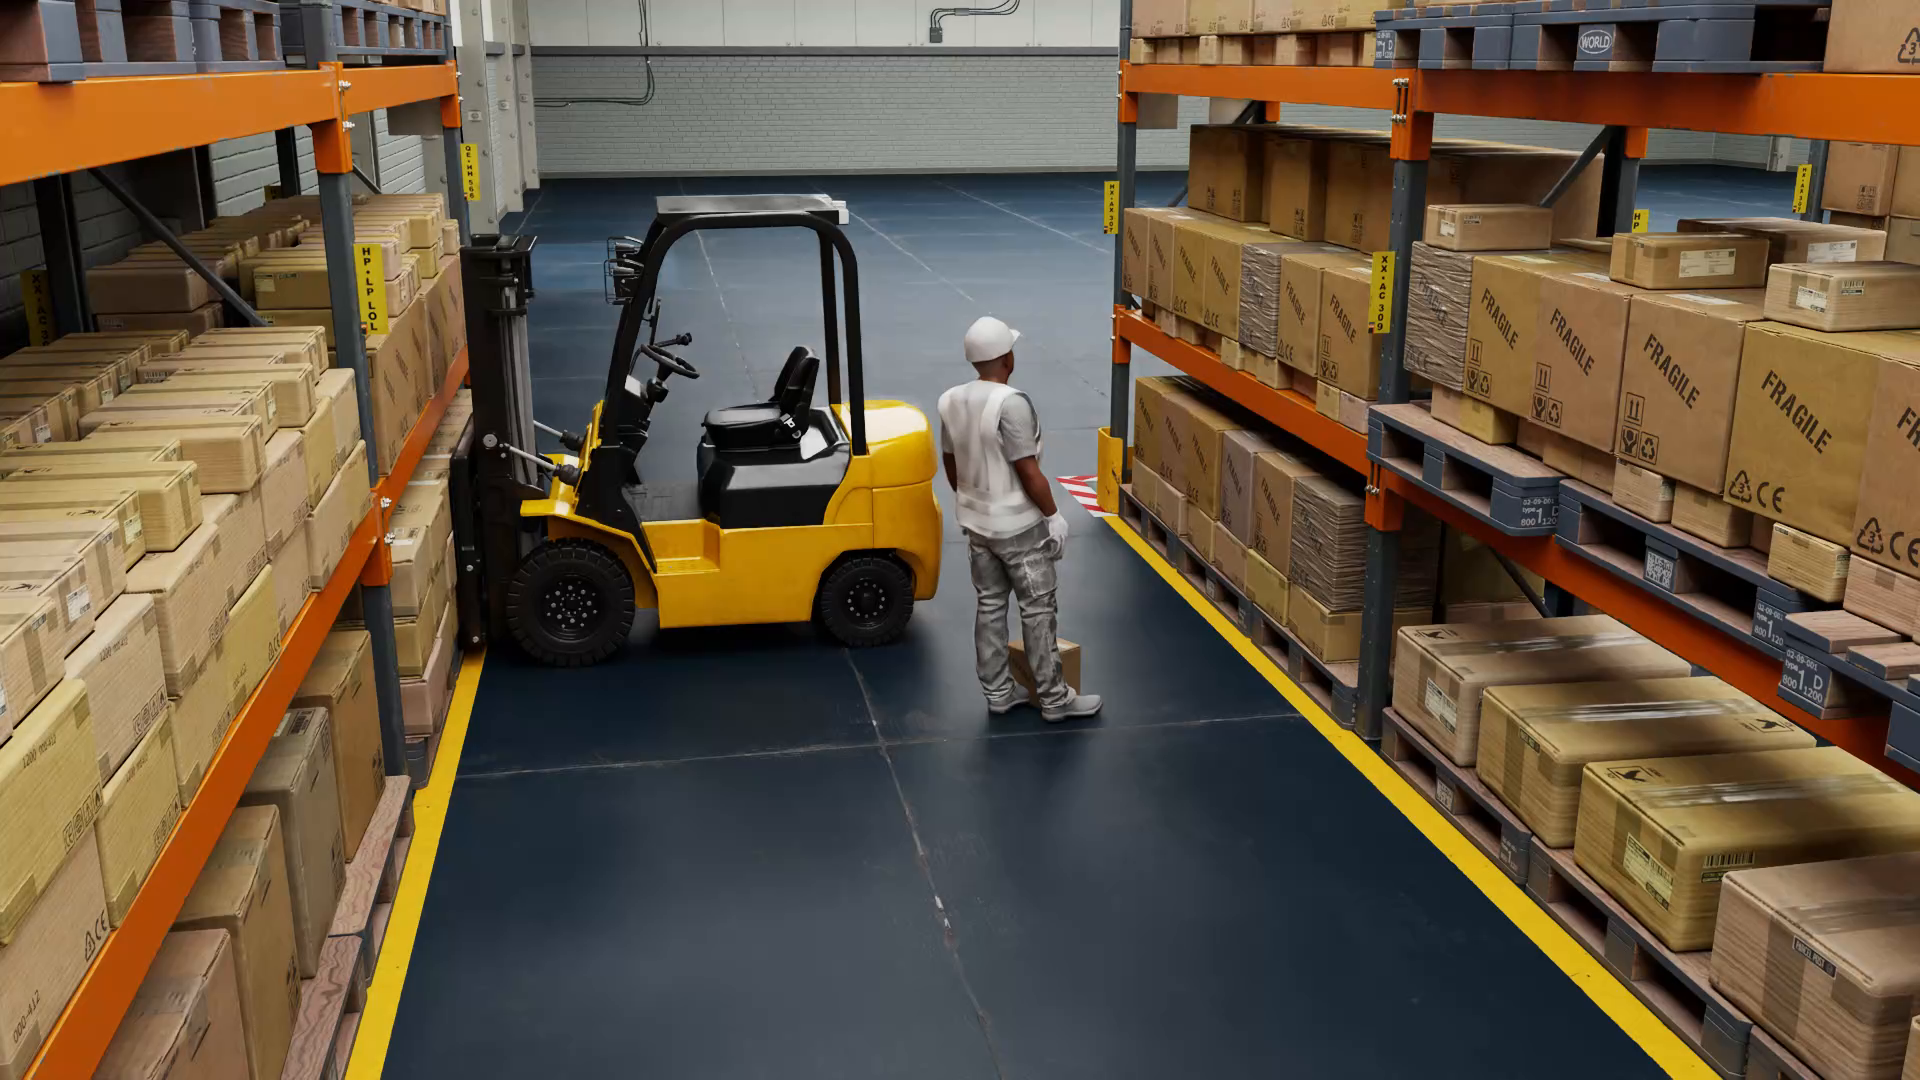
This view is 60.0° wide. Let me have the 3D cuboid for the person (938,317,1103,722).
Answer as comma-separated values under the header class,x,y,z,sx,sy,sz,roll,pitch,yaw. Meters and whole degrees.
class,x,y,z,sx,sy,sz,roll,pitch,yaw
person,0.249,-0.100,7.310,0.577,1.782,0.652,-13,21,-38
